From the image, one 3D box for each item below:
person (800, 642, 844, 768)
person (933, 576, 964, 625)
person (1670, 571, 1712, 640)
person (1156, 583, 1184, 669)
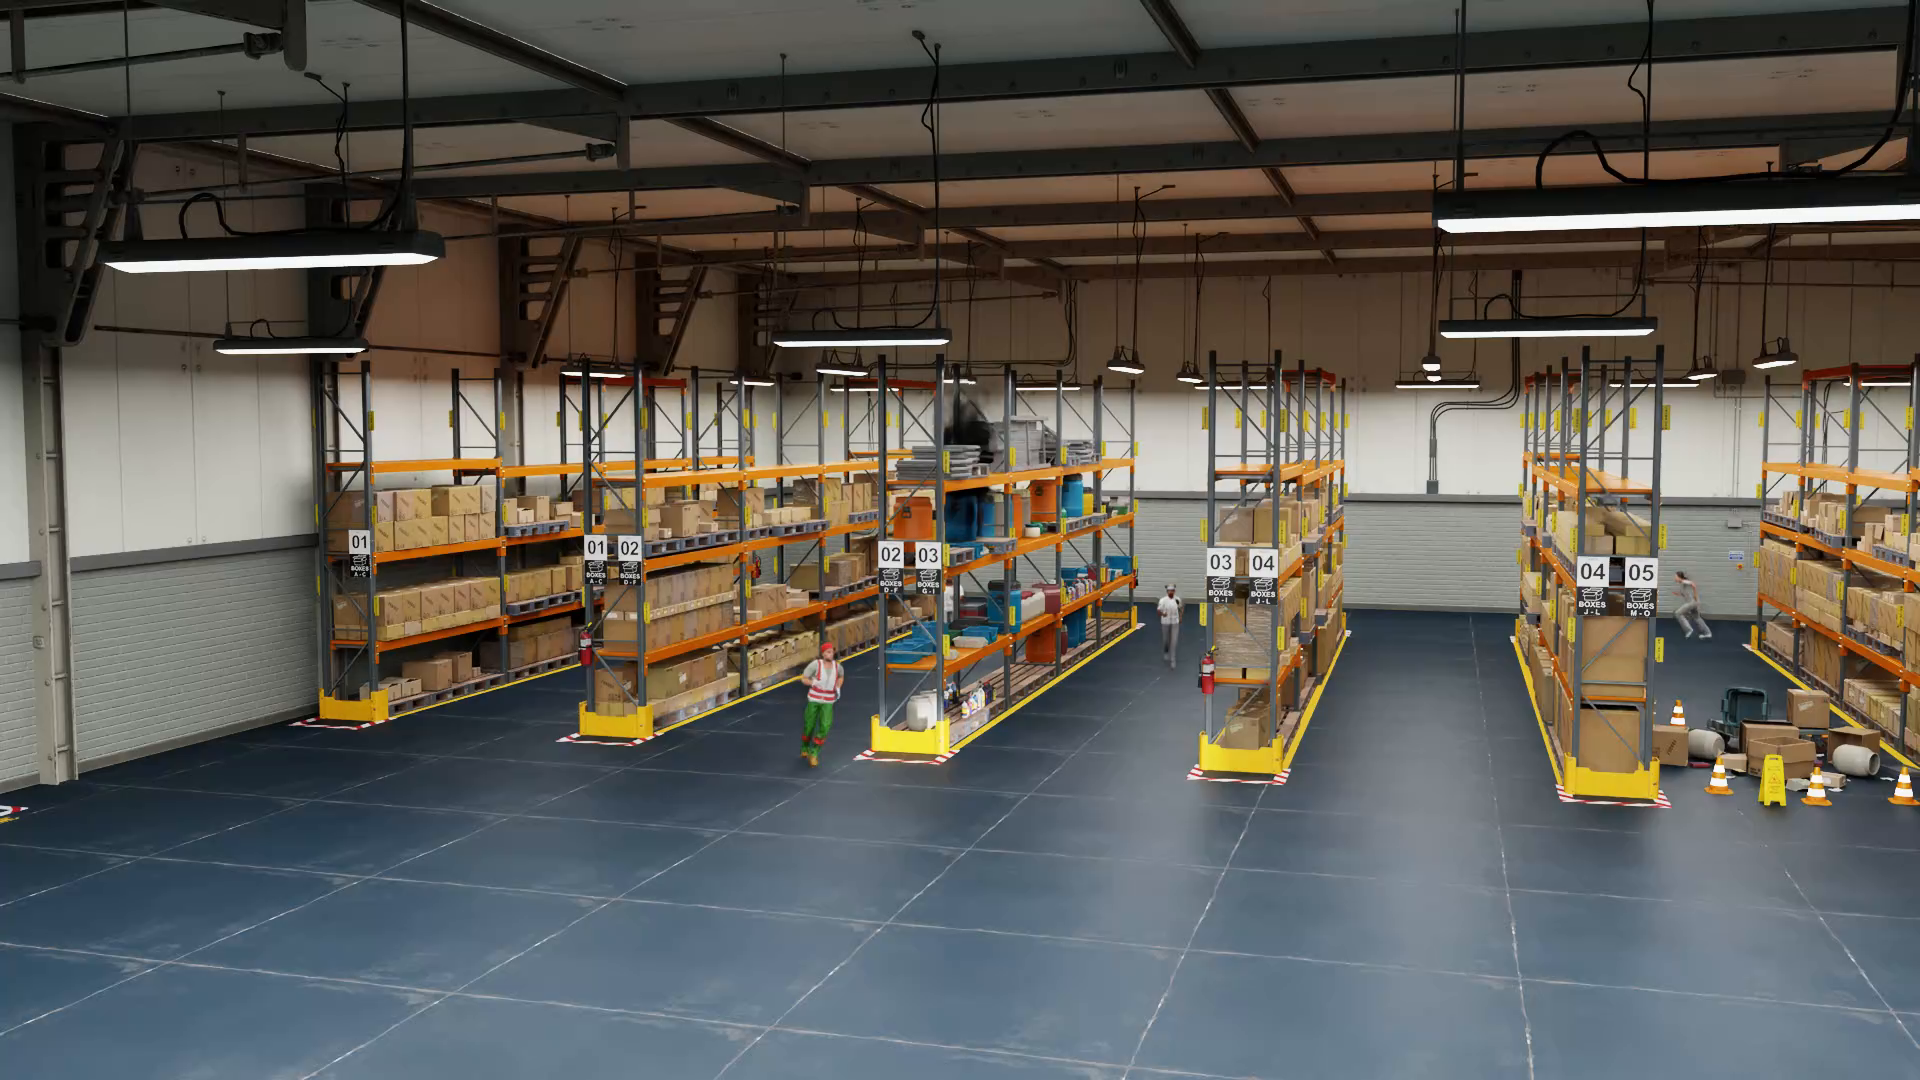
[{"bbox_3d":[-1.996,2.387,24.318,0.660,1.798,0.732,-1,4,-12],"label":"person"},{"bbox_3d":[-0.252,1.552,35.955,0.672,1.831,0.777,0,4,1],"label":"person"},{"bbox_3d":[16.741,1.507,38.065,0.928,1.571,0.593,2,4,21],"label":"person"},{"bbox_3d":[4.296,1.724,33.915,0.581,1.699,0.920,0,4,3],"label":"person"}]
